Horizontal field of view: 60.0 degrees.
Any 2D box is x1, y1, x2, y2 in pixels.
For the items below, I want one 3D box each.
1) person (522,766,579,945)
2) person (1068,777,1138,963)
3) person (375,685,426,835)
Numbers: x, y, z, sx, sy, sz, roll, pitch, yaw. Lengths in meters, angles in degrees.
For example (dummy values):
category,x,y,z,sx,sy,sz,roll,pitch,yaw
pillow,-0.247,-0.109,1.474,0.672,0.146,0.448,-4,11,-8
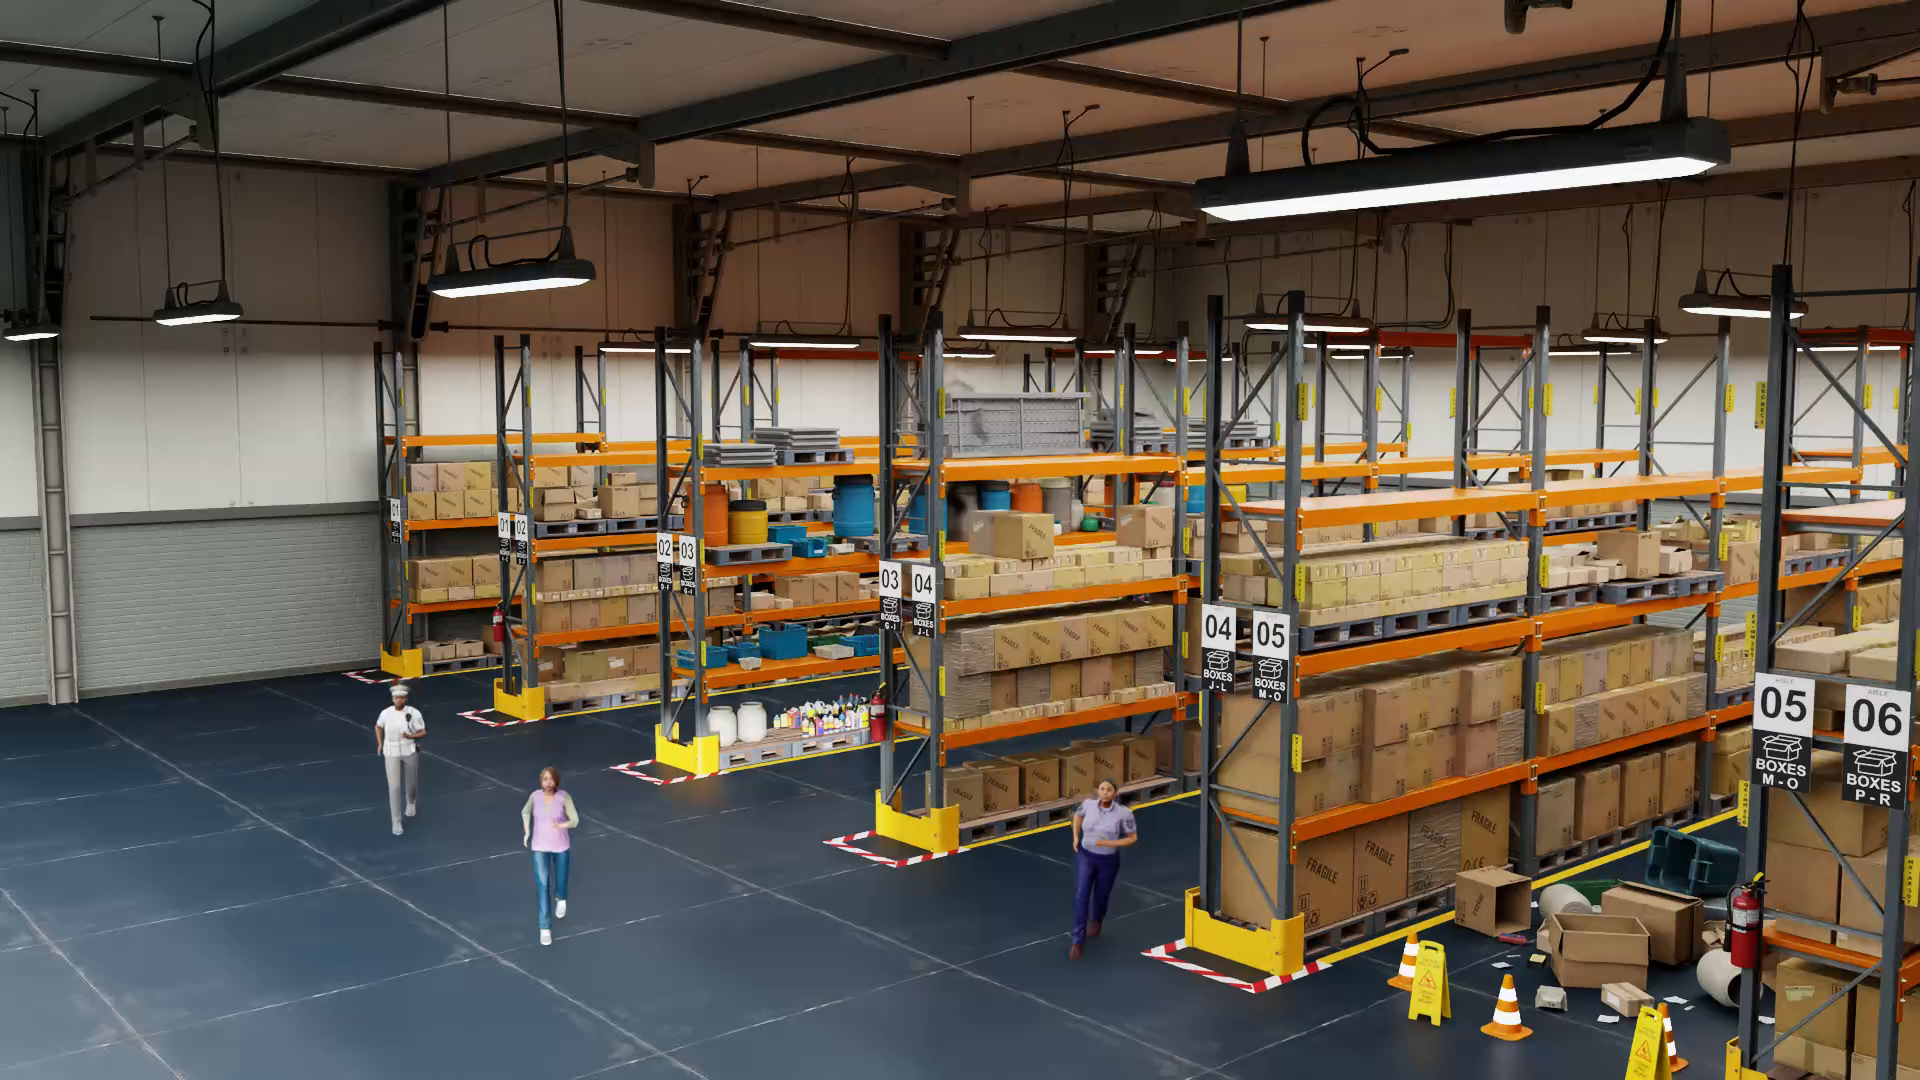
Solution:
category,x,y,z,sx,sy,sz,roll,pitch,yaw
person,-3.869,2.920,15.709,0.536,1.586,0.893,-1,5,-11
person,1.325,2.984,15.296,0.627,1.660,0.850,1,5,15
person,-6.558,2.523,19.519,0.574,1.684,0.941,-2,5,-17
